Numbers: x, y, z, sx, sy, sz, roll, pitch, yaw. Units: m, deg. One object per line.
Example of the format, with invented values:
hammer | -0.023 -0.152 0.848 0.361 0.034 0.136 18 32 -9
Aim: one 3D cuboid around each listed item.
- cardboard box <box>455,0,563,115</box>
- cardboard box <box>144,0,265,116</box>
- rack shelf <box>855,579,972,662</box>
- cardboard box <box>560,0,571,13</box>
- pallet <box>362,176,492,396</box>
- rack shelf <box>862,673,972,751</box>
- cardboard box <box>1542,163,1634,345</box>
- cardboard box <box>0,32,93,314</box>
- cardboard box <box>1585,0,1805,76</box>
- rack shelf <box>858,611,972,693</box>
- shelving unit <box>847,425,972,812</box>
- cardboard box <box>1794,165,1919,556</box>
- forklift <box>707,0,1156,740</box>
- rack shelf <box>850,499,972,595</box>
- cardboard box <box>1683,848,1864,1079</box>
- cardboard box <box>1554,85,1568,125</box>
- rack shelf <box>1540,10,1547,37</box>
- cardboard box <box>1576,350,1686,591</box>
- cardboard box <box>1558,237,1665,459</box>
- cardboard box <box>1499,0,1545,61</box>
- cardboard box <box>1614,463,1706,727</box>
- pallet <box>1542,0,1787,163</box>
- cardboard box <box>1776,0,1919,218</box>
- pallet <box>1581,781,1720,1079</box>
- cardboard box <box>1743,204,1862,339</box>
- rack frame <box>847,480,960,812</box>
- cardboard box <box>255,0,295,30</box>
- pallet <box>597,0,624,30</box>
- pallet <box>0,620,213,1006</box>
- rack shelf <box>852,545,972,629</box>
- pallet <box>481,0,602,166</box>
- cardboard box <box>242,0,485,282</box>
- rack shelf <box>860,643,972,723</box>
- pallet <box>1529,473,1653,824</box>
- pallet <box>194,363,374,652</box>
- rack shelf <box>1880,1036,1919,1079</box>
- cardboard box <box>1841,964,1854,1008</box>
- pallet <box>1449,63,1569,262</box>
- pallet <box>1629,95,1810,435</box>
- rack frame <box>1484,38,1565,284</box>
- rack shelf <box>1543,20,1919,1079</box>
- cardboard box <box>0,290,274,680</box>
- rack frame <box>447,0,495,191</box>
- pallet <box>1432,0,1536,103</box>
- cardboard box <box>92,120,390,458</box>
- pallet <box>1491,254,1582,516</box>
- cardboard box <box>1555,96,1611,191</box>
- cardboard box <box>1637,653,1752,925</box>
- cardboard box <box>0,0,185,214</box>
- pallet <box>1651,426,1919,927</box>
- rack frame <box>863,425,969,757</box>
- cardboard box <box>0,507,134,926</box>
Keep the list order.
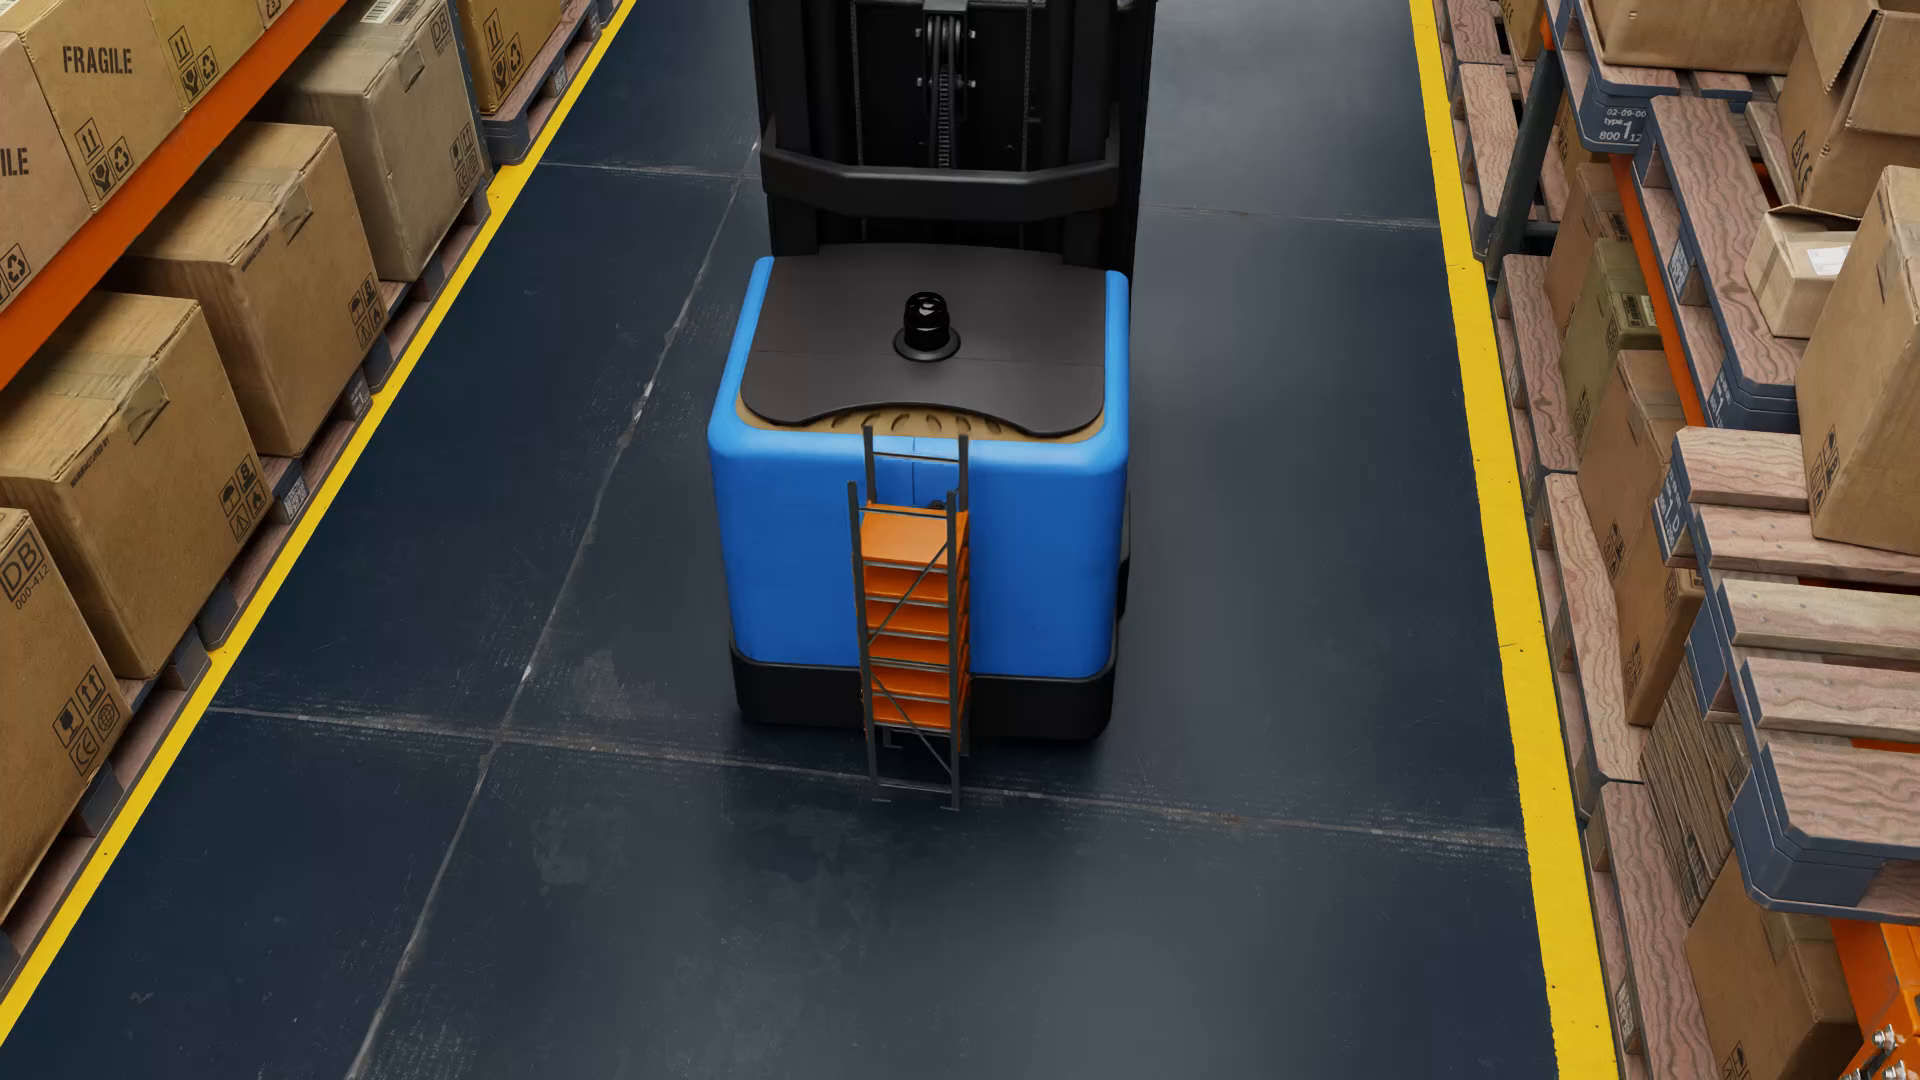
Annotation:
cardboard box | -2.258 -2.381 6.822 0.875 0.875 0.875 6 44 6
cardboard box | -2.348 -1.545 4.627 0.500 0.500 0.500 6 44 6
rack shelf | -0.111 0.183 4.069 0.258 0.103 0.180 6 46 6
cardboard box | -2.143 -2.995 7.472 0.875 0.875 0.875 6 44 6
pallet | -2.438 -1.032 6.186 1.003 0.211 1.213 5 44 6
rack shelf | -0.109 0.433 4.328 0.258 0.103 0.180 6 46 6
cardboard box | 2.390 -0.893 5.510 0.700 0.500 0.500 2 43 2
cardboard box | -2.481 -0.859 3.903 0.500 0.500 0.500 5 44 5
cardboard box | 2.249 -1.899 4.332 1.000 1.000 1.000 6 44 6
rack shelf | -0.110 0.266 4.155 0.258 0.103 0.180 6 46 6
shelving unit | -0.111 0.235 4.123 0.258 1.200 0.189 6 46 6
cardboard box | 1.970 -0.281 2.987 0.700 0.500 0.500 11 45 12
forklift | -0.003 -1.521 4.725 1.130 2.935 3.031 3 44 3
rack shelf | -0.113 0.016 3.896 0.258 0.103 0.180 6 46 6
cardboard box | 2.033 0.958 3.555 0.700 0.500 0.500 3 44 3
cardboard box | 2.653 -1.962 6.653 0.500 0.500 0.500 19 46 19
rack shelf | 2.757 -3.159 6.928 1.077 0.370 4.000 5 44 6
cardboard box | 2.235 -0.188 4.765 0.700 0.500 0.500 2 43 2
cardboard box | 2.308 -0.570 5.168 0.700 0.500 0.500 5 44 5
cardboard box | 2.658 -2.393 7.108 0.500 0.500 0.500 2 43 2
cardboard box | 2.161 0.192 4.364 0.700 0.500 0.500 9 44 9
pallet | 2.247 -1.480 4.771 1.003 0.211 1.213 5 44 6
cardboard box | 2.355 -1.058 3.805 0.797 0.503 0.637 9 44 10
pallet | 2.069 1.149 3.883 1.003 0.211 1.213 5 44 6
cardboard box | 1.917 -0.596 3.490 0.396 0.266 0.258 4 44 4
rack frame | -0.124 0.300 4.060 0.240 1.200 0.006 6 46 6
cardboard box | -2.281 -1.889 4.991 0.500 0.500 0.500 5 44 5
pallet | -2.074 -2.910 8.169 1.003 0.211 1.213 5 44 6
pallet | -2.760 0.631 4.430 1.003 0.211 1.213 5 44 6
rack shelf | -0.112 0.099 3.983 0.258 0.103 0.180 6 46 6
pallet | -2.232 -2.076 7.289 1.003 0.211 1.213 5 44 6
cardboard box | -2.403 -1.482 5.964 1.050 0.750 0.750 5 44 5
rack shelf | -0.110 0.350 4.241 0.258 0.103 0.180 6 46 6
pallet | 2.232 0.320 4.759 1.003 0.211 1.213 5 44 6
pallet | -2.597 -0.198 5.306 1.003 0.211 1.213 5 44 6
rack shelf | 1.699 2.293 1.170 1.077 0.370 4.000 5 44 6
cardboard box | 2.023 0.685 3.298 0.500 0.250 0.500 7 44 7
pallet | 2.546 -1.506 6.687 1.003 0.211 1.213 5 44 6
pallet | 2.185 -0.615 3.857 1.003 0.211 1.213 5 44 6
rack frame | 2.493 -2.058 5.241 1.000 3.000 0.127 5 44 6
rack shelf | 2.228 -0.433 4.049 1.077 0.370 4.000 5 44 6
cardboard box | -2.657 -0.190 4.600 1.050 0.750 0.750 6 44 6
rack frame | -2.410 -2.577 5.790 1.000 3.000 0.127 5 44 6
pallet | 2.705 -2.340 7.568 1.003 0.211 1.213 5 44 6
cardboard box | -2.535 -0.825 5.270 1.050 0.750 0.750 5 44 6
pallet | 2.391 -0.514 5.640 1.003 0.211 1.213 5 44 6
cardboard box | 2.585 -1.571 6.241 0.500 0.500 0.500 4 44 4
cardboard box | 2.093 0.579 3.955 0.700 0.500 0.500 2 43 2
cardboard box | -2.413 -1.199 4.262 0.500 0.500 0.500 5 44 5
pallet | 1.952 0.243 2.951 1.213 0.211 1.003 5 44 6
rack frame | -0.097 0.170 4.186 0.240 1.200 0.006 6 46 6
cardboard box | -2.770 0.406 3.970 1.050 0.750 0.750 5 44 5
